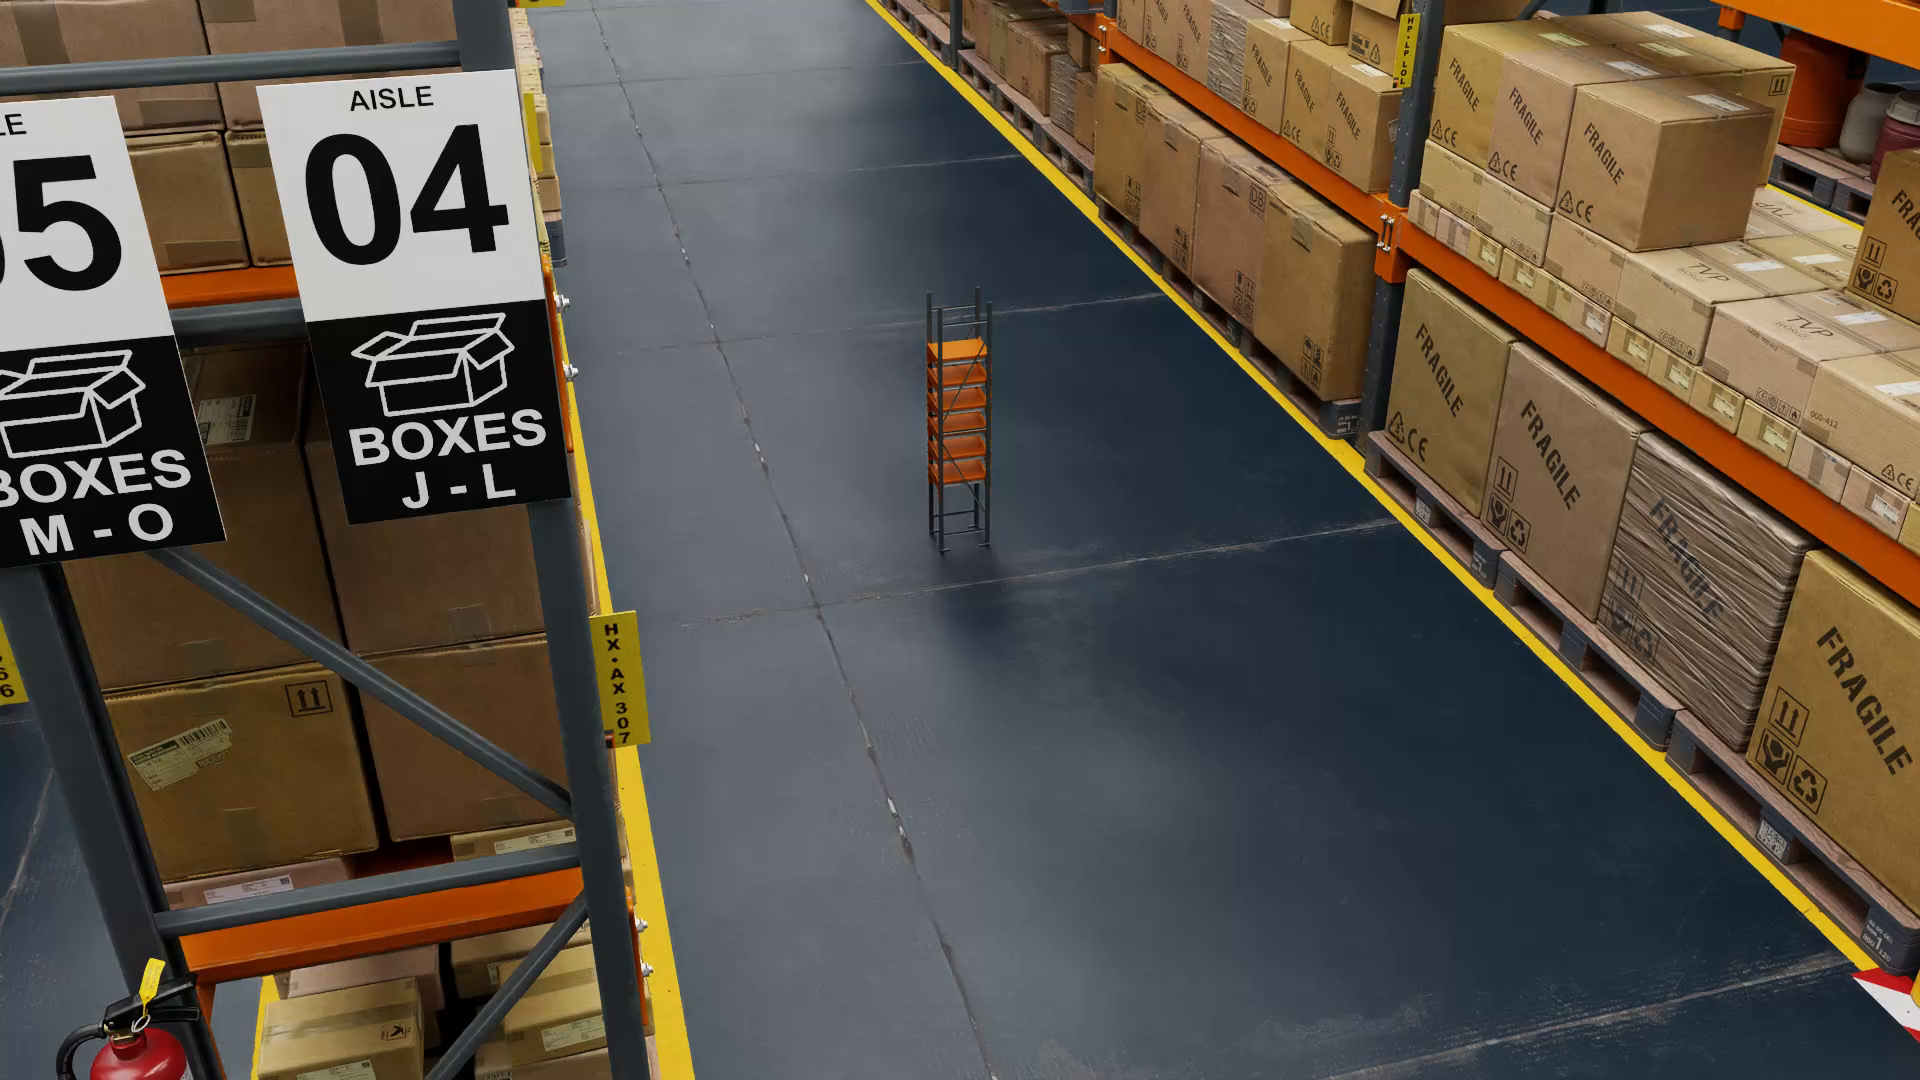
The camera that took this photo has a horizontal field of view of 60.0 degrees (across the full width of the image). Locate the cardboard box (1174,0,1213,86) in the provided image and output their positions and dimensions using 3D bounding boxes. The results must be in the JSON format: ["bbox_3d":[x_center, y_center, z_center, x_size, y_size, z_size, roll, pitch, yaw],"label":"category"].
[{"bbox_3d":[1.612,-3.015,9.865,0.500,0.500,0.500,-8,31,-14],"label":"cardboard box"}]

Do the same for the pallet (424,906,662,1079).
[{"bbox_3d":[-1.421,1.509,4.932,1.003,0.211,1.213,-8,31,-13],"label":"pallet"}]

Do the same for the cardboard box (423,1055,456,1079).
[{"bbox_3d":[-1.560,1.562,4.484,0.380,0.149,0.250,-7,31,-12],"label":"cardboard box"}]

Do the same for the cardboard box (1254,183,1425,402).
[{"bbox_3d":[2.339,-1.375,8.833,1.225,0.875,0.875,-8,31,-13],"label":"cardboard box"}]

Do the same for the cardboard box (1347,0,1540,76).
[{"bbox_3d":[2.351,-2.591,8.132,0.797,0.503,0.637,-9,31,-15],"label":"cardboard box"}]

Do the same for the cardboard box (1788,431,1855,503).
[{"bbox_3d":[2.976,-0.262,5.459,0.380,0.149,0.250,-7,31,-12],"label":"cardboard box"}]

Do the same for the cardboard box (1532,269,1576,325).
[{"bbox_3d":[2.566,-1.006,6.745,0.380,0.149,0.250,-8,31,-14],"label":"cardboard box"}]

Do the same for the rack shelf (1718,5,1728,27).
[{"bbox_3d":[5.711,-5.052,14.202,1.077,0.370,4.000,-8,31,-13],"label":"rack shelf"}]

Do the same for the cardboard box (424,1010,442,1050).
[{"bbox_3d":[-1.652,1.309,4.624,0.380,0.149,0.250,-9,31,-14],"label":"cardboard box"}]

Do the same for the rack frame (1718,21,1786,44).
[{"bbox_3d":[6.242,-4.397,12.352,1.000,3.000,0.127,-8,31,-13],"label":"rack frame"}]

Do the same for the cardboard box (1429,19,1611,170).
[{"bbox_3d":[2.409,-1.930,7.194,0.500,0.500,0.500,-8,31,-13],"label":"cardboard box"}]

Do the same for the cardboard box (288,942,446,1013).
[{"bbox_3d":[-1.615,1.180,4.550,0.380,0.149,0.250,-7,31,-12],"label":"cardboard box"}]

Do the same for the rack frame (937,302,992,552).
[{"bbox_3d":[0.020,-0.482,7.385,0.240,1.200,0.006,-8,31,-13],"label":"rack frame"}]

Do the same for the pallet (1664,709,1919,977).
[{"bbox_3d":[3.302,0.956,5.887,1.003,0.211,1.213,-8,31,-13],"label":"pallet"}]

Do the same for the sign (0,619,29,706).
[{"bbox_3d":[-1.759,0.162,3.004,0.100,0.325,0.005,-8,31,-13],"label":"sign"}]

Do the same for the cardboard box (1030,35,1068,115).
[{"bbox_3d":[0.953,-3.707,13.217,0.700,0.500,0.500,-5,30,-9],"label":"cardboard box"}]

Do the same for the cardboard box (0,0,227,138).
[{"bbox_3d":[-1.586,-0.902,2.971,0.500,0.250,0.500,-9,31,-15],"label":"cardboard box"}]

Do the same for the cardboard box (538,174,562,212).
[{"bbox_3d":[-1.942,-1.520,7.214,0.380,0.149,0.250,-9,31,-16],"label":"cardboard box"}]

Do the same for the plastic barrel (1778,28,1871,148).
[{"bbox_3d":[6.388,-3.406,12.387,0.600,0.830,0.708,-8,31,-13],"label":"plastic barrel"}]

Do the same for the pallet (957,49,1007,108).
[{"bbox_3d":[0.613,-4.088,14.602,1.003,0.211,1.213,-8,31,-13],"label":"pallet"}]

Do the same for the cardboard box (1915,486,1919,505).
[{"bbox_3d":[3.205,-0.137,4.846,0.500,0.250,0.500,-8,31,-14],"label":"cardboard box"}]

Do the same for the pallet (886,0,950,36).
[{"bbox_3d":[-0.135,-5.374,16.823,1.003,0.211,1.213,-8,31,-13],"label":"pallet"}]

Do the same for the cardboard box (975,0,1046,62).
[{"bbox_3d":[0.547,-4.480,14.551,0.700,0.500,0.500,-10,32,-17],"label":"cardboard box"}]

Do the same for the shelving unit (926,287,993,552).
[{"bbox_3d":[-0.004,-0.526,7.462,0.258,1.200,0.189,-8,31,-13],"label":"shelving unit"}]

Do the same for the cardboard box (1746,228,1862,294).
[{"bbox_3d":[3.305,-0.951,6.251,0.500,0.250,0.500,-8,31,-14],"label":"cardboard box"}]

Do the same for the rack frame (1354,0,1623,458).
[{"bbox_3d":[2.528,-1.807,7.877,1.000,3.000,0.127,-8,31,-13],"label":"rack frame"}]

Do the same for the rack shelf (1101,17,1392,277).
[{"bbox_3d":[1.997,-2.461,9.726,1.077,0.370,4.000,-8,31,-13],"label":"rack shelf"}]

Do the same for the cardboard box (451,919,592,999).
[{"bbox_3d":[-1.220,1.115,4.662,0.380,0.149,0.250,-7,31,-12],"label":"cardboard box"}]

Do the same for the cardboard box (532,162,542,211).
[{"bbox_3d":[-1.477,-0.864,4.853,0.500,0.500,0.500,-9,31,-15],"label":"cardboard box"}]

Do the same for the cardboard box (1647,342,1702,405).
[{"bbox_3d":[2.773,-0.633,6.099,0.380,0.149,0.250,-7,31,-12],"label":"cardboard box"}]

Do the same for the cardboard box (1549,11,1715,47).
[{"bbox_3d":[2.908,-2.009,7.330,0.500,0.500,0.500,-7,31,-12],"label":"cardboard box"}]

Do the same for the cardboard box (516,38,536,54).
[{"bbox_3d":[-2.220,-2.280,7.933,0.380,0.149,0.250,-8,31,-14],"label":"cardboard box"}]

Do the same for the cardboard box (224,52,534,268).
[{"bbox_3d":[-1.092,-0.748,3.204,0.500,0.250,0.500,-7,31,-12],"label":"cardboard box"}]

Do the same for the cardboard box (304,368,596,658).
[{"bbox_3d":[-1.082,-0.121,3.570,0.500,0.500,0.500,-8,31,-14],"label":"cardboard box"}]

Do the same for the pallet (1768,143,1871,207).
[{"bbox_3d":[6.491,-2.815,12.403,1.003,0.211,1.213,-8,31,-13],"label":"pallet"}]

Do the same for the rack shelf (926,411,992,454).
[{"bbox_3d":[-0.004,-0.488,7.484,0.258,0.103,0.180,-8,31,-13],"label":"rack shelf"}]

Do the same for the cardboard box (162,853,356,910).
[{"bbox_3d":[-1.578,0.725,3.754,0.380,0.149,0.250,-8,31,-13],"label":"cardboard box"}]

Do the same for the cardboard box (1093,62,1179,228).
[{"bbox_3d":[1.630,-2.665,11.061,1.225,0.875,0.875,-9,31,-16],"label":"cardboard box"}]

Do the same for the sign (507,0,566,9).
[{"bbox_3d":[-0.696,-1.013,2.639,0.100,0.325,0.005,-8,31,-13],"label":"sign"}]

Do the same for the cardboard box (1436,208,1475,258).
[{"bbox_3d":[2.356,-1.384,7.397,0.380,0.149,0.250,-9,31,-15],"label":"cardboard box"}]

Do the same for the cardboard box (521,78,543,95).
[{"bbox_3d":[-2.022,-1.912,7.296,0.380,0.149,0.250,-7,31,-12],"label":"cardboard box"}]

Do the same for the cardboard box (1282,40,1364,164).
[{"bbox_3d":[2.016,-2.279,8.594,0.500,0.500,0.500,-7,31,-12],"label":"cardboard box"}]

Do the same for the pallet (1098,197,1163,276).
[{"bbox_3d":[1.603,-2.141,11.238,1.003,0.211,1.213,-8,31,-13],"label":"pallet"}]

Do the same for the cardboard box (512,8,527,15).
[{"bbox_3d":[-2.429,-2.658,8.585,0.380,0.149,0.250,-6,31,-11],"label":"cardboard box"}]

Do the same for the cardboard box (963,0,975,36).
[{"bbox_3d":[0.337,-4.969,15.416,0.500,0.500,0.500,-9,31,-15],"label":"cardboard box"}]

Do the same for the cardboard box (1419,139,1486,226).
[{"bbox_3d":[2.400,-1.609,7.388,0.500,0.250,0.500,-8,31,-14],"label":"cardboard box"}]

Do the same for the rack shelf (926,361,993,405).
[{"bbox_3d":[-0.004,-0.696,7.364,0.258,0.103,0.180,-8,31,-13],"label":"rack shelf"}]

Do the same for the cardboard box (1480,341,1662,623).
[{"bbox_3d":[2.865,-0.305,6.984,0.875,0.875,0.875,-8,31,-13],"label":"cardboard box"}]

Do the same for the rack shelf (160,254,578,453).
[{"bbox_3d":[-1.750,-1.217,4.582,1.077,0.370,4.000,-8,31,-13],"label":"rack shelf"}]

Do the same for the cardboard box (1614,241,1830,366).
[{"bbox_3d":[2.794,-0.879,6.127,0.500,0.250,0.500,-8,31,-13],"label":"cardboard box"}]
